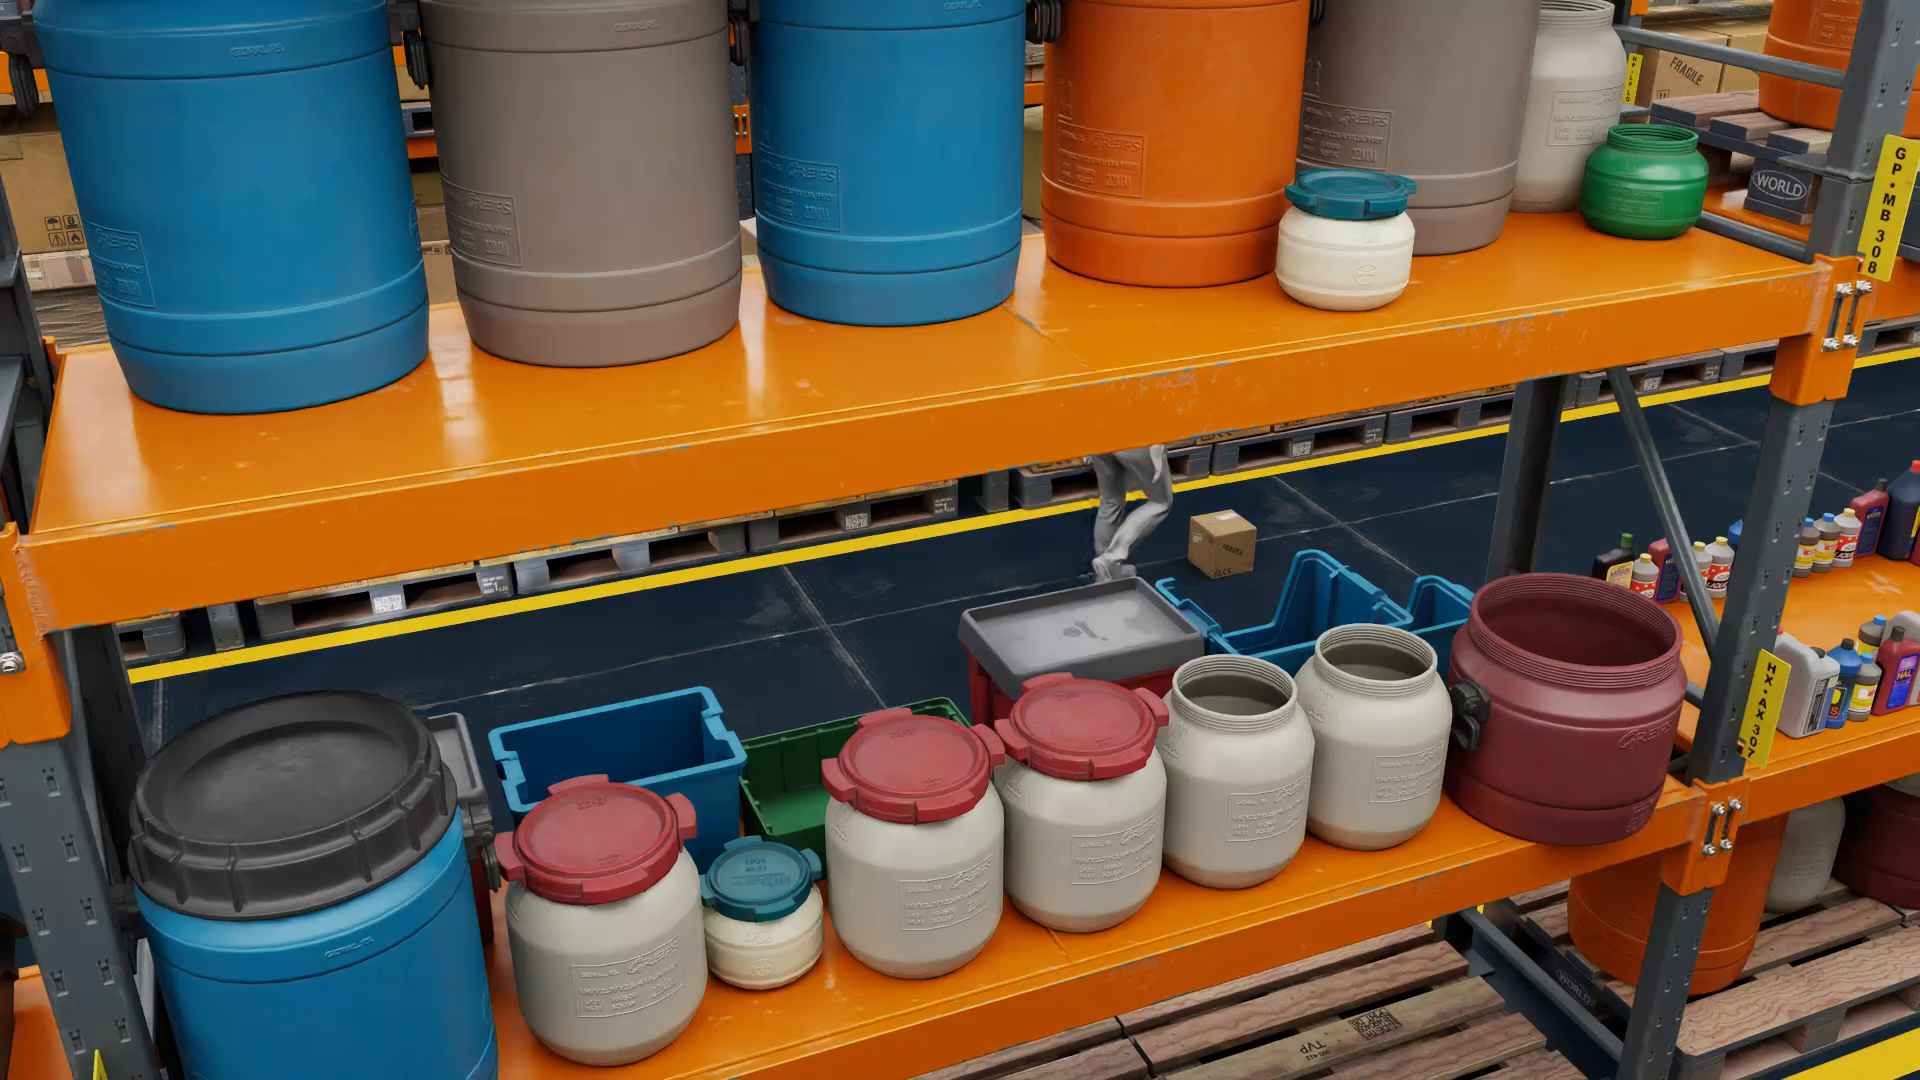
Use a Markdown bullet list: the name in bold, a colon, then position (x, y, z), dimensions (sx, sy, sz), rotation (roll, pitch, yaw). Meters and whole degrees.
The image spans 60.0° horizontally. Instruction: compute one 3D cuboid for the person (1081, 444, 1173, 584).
- **person**: position (0.773, -0.472, 8.032), dimensions (0.500, 1.663, 0.517), rotation (19, 32, 34)
